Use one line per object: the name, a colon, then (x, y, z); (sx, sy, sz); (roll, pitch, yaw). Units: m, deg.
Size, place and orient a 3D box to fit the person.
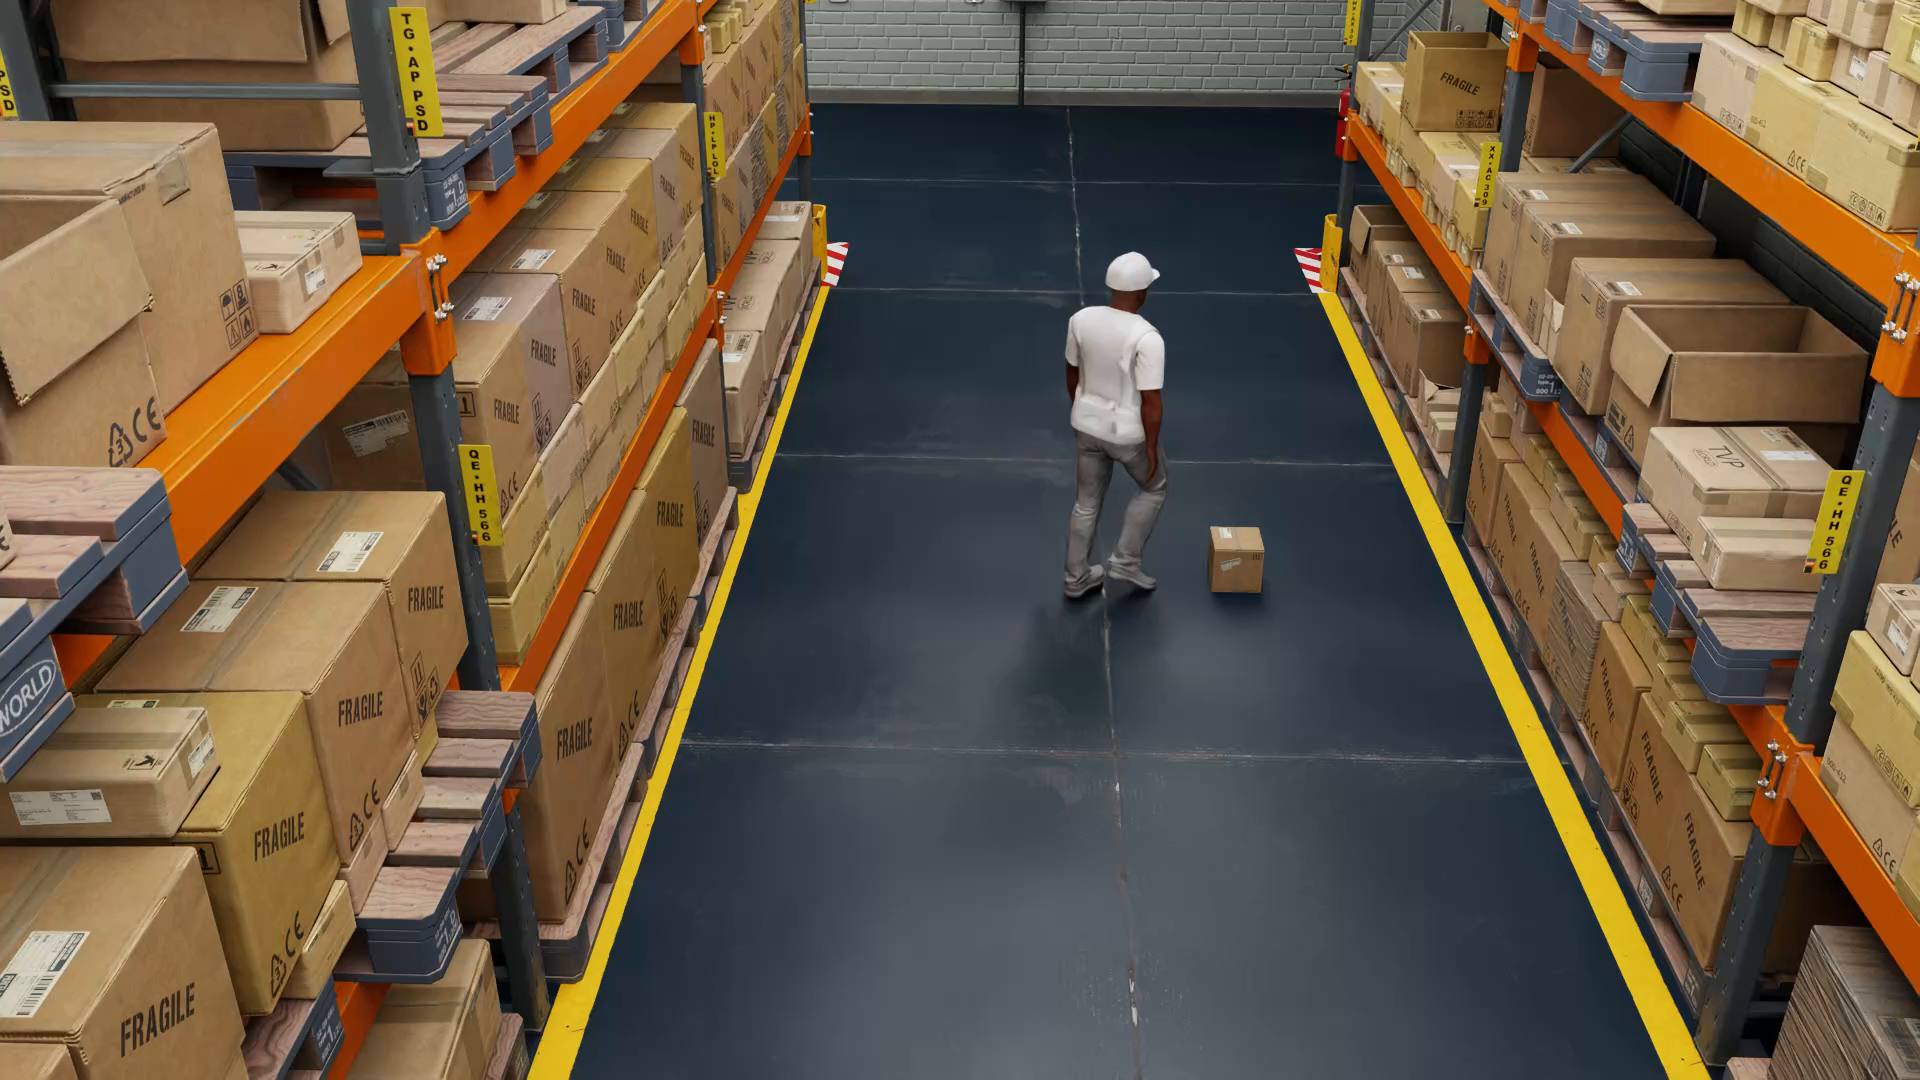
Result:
person: (0.752, -0.536, 8.095); (0.601, 1.777, 0.513); (19, 33, 32)
